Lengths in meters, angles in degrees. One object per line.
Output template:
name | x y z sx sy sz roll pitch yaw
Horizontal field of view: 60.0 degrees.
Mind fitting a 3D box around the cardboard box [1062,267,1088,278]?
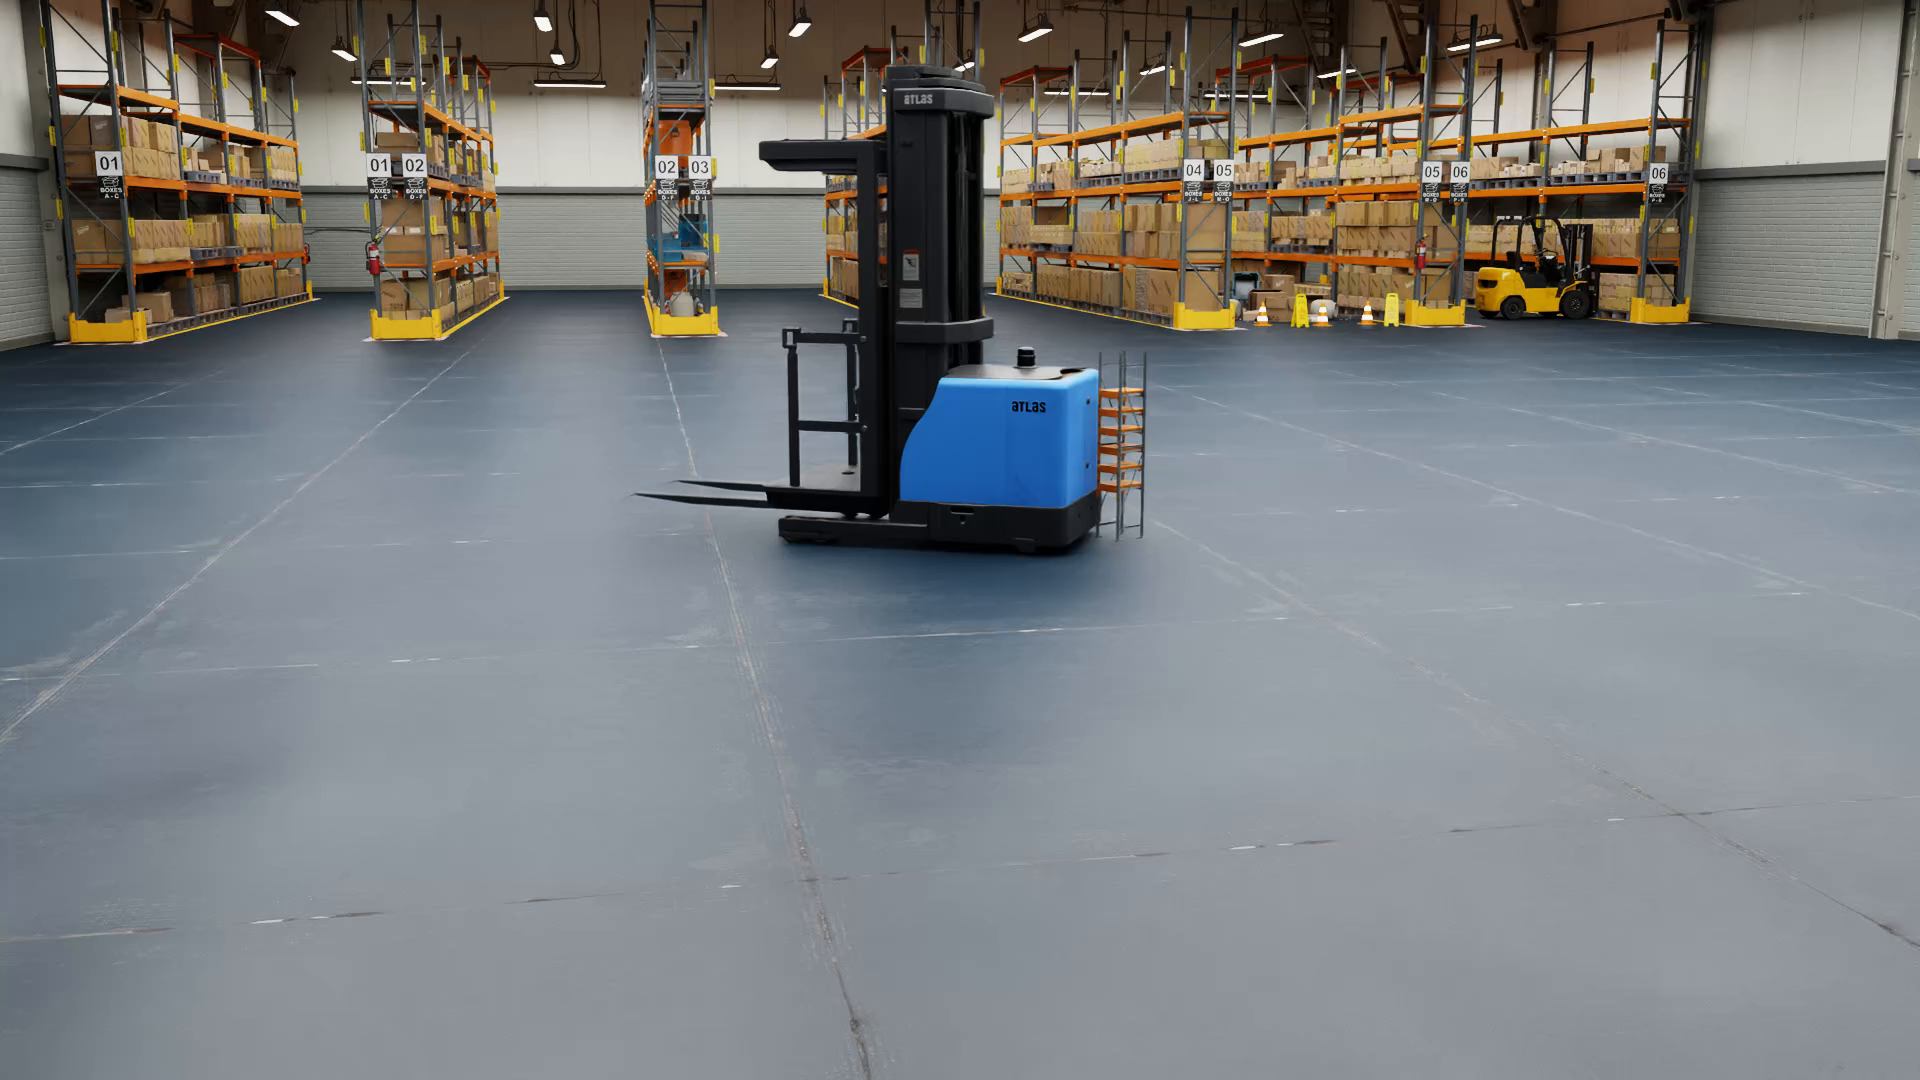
cardboard box | 2.799 -6.536 40.569 0.500 0.250 0.500 -2 11 -12

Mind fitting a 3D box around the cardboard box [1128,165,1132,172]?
cardboard box | 3.757 -7.818 35.011 0.380 0.149 0.250 -2 11 -11

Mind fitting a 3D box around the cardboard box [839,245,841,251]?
cardboard box | -2.954 -7.660 43.590 0.380 0.149 0.250 -2 11 -12

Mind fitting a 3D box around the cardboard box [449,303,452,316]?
cardboard box | -10.244 -4.504 32.571 0.500 0.250 0.500 -2 11 -11

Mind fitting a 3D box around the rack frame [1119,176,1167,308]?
rack frame | 3.967 -6.340 35.981 1.000 3.000 0.127 -2 11 -11

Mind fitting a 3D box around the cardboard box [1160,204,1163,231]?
cardboard box | 4.538 -6.485 33.455 0.875 0.550 0.550 -2 11 -11

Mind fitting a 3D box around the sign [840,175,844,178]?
sign | -3.018 -9.391 42.396 0.100 0.325 0.005 -2 11 -11

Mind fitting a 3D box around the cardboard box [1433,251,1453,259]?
cardboard box | 9.718 -5.751 33.561 0.380 0.149 0.250 -2 11 -11

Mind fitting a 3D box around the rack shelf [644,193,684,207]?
rack shelf | -7.721 -8.952 43.608 1.077 0.370 4.000 -2 11 -11

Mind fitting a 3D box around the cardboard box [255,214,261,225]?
cardboard box | -16.519 -7.414 38.504 0.500 0.250 0.500 -2 11 -10

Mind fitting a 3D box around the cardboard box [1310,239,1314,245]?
cardboard box | 8.260 -6.847 38.196 0.380 0.149 0.250 -2 11 -11

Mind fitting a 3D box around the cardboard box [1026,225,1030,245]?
cardboard box | 2.040 -8.080 44.065 0.500 0.500 0.500 -2 11 -11

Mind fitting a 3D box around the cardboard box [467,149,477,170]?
cardboard box | -12.324 -9.387 41.029 0.700 0.500 0.500 -2 11 -11

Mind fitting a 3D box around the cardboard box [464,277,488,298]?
cardboard box | -11.727 -6.102 40.245 0.500 0.500 0.500 -2 11 -11

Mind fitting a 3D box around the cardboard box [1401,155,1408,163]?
cardboard box | 9.145 -7.692 33.606 0.380 0.149 0.250 -2 11 -12

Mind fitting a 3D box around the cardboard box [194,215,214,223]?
cardboard box | -16.098 -6.834 35.401 0.380 0.149 0.250 -4 12 -21

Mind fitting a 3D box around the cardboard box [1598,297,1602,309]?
cardboard box | 13.872 -5.099 35.697 0.500 0.250 0.500 -2 11 -10

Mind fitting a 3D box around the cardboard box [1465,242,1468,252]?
cardboard box | 12.740 -7.289 41.371 0.500 0.250 0.500 -2 11 -11

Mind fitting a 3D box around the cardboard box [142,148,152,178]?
cardboard box | -14.710 -6.701 29.540 0.500 0.500 0.500 -2 11 -8

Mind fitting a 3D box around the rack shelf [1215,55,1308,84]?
rack shelf | 7.636 -11.865 42.002 1.077 0.370 4.000 -2 11 -11

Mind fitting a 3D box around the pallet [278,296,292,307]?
pallet | -17.121 -5.877 41.009 1.003 0.211 1.213 -2 11 -11

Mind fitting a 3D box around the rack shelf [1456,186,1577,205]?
rack shelf | 13.282 -8.206 39.691 1.077 0.370 4.000 -2 11 -11

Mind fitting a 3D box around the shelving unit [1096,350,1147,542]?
shelving unit | 1.033 -0.603 10.656 0.258 1.200 0.189 -9 14 -39

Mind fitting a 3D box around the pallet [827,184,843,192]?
pallet | -3.097 -9.673 45.709 1.003 0.211 1.213 -2 11 -11

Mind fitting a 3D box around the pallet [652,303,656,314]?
pallet | -6.442 -5.218 37.546 1.003 0.211 1.213 -2 11 -11

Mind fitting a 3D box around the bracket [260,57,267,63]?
bracket | -18.268 -12.478 42.563 0.076 0.066 4.783 -2 11 -11

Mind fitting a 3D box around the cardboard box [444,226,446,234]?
cardboard box | -10.327 -6.098 32.712 0.380 0.149 0.250 -2 11 -12

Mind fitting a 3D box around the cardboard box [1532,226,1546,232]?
cardboard box | 13.387 -7.142 38.193 0.380 0.149 0.250 -2 11 -9

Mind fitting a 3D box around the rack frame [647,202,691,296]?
rack frame | -7.332 -7.465 41.894 1.000 3.000 0.127 -2 11 -11

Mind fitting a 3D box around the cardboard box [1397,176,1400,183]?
cardboard box | 9.154 -7.353 33.956 0.380 0.149 0.250 -2 11 -11

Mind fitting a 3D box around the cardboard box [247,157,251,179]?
cardboard box | -16.987 -8.678 38.801 0.700 0.500 0.500 -3 11 -14

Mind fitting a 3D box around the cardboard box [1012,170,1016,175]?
cardboard box | 1.644 -10.074 45.579 0.380 0.149 0.250 -2 11 -9

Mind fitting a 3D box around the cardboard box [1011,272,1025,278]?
cardboard box | 1.626 -7.390 46.414 0.380 0.149 0.250 -3 11 -14

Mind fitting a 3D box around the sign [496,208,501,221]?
sign | -12.421 -8.760 44.754 0.100 0.325 0.005 -2 11 -11

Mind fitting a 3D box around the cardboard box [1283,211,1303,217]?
cardboard box | 8.169 -7.911 41.298 0.500 0.500 0.500 -2 11 -13

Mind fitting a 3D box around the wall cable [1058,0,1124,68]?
wall cable | 4.059 -15.922 52.634 2.355 3.000 0.029 -2 11 -11

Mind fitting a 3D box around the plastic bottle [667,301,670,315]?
plastic bottle | -5.703 -4.518 32.498 0.061 0.283 0.133 -2 11 -11

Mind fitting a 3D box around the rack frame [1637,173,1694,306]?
rack frame | 14.449 -5.986 34.122 1.000 3.000 0.127 -2 11 -11

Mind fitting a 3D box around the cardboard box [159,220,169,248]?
cardboard box | -14.807 -5.587 30.369 0.500 0.500 0.500 -2 11 -9

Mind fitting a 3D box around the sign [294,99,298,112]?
sign | -17.293 -11.300 43.290 0.100 0.325 0.005 -2 11 -11

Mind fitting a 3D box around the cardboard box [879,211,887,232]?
cardboard box | -1.822 -7.588 39.590 0.797 0.503 0.637 -2 11 -9

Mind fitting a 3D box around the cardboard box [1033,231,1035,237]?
cardboard box | 2.089 -7.899 42.930 0.380 0.149 0.250 -2 11 -12

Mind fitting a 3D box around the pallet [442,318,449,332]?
pallet | -10.281 -4.077 31.550 1.003 0.211 1.213 -2 11 -11

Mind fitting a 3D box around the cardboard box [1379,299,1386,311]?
cardboard box | 9.067 -4.894 34.616 0.500 0.250 0.500 -2 11 -11

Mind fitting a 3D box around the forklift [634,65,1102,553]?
forklift | -0.643 -1.502 10.749 3.031 2.935 1.130 4 11 18

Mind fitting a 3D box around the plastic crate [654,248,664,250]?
plastic crate | -5.510 -5.391 31.396 0.499 0.251 0.408 -2 11 -11

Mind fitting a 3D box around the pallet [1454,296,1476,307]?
pallet | 13.015 -5.931 41.291 1.003 0.211 1.213 -2 11 -11

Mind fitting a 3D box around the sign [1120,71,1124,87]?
sign | 3.437 -9.762 35.211 0.100 0.325 0.005 -2 11 -11

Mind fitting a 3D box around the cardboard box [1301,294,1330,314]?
cardboard box | 7.677 -5.065 35.966 0.500 0.500 0.500 6 12 28

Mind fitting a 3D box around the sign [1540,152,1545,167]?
sign | 13.141 -8.580 37.505 0.100 0.325 0.005 -2 11 -11

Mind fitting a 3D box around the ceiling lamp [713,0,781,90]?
ceiling lamp | -6.162 -14.597 47.709 2.000 3.185 0.800 -2 11 -11

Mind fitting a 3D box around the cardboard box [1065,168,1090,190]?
cardboard box | 2.829 -8.691 40.048 0.500 0.500 0.500 -2 11 -11

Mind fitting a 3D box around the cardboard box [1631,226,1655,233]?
cardboard box | 14.107 -6.407 34.333 0.380 0.149 0.250 -2 11 -10

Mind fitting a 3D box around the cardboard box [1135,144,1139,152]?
cardboard box | 3.854 -8.118 34.451 0.380 0.149 0.250 -2 11 -12
